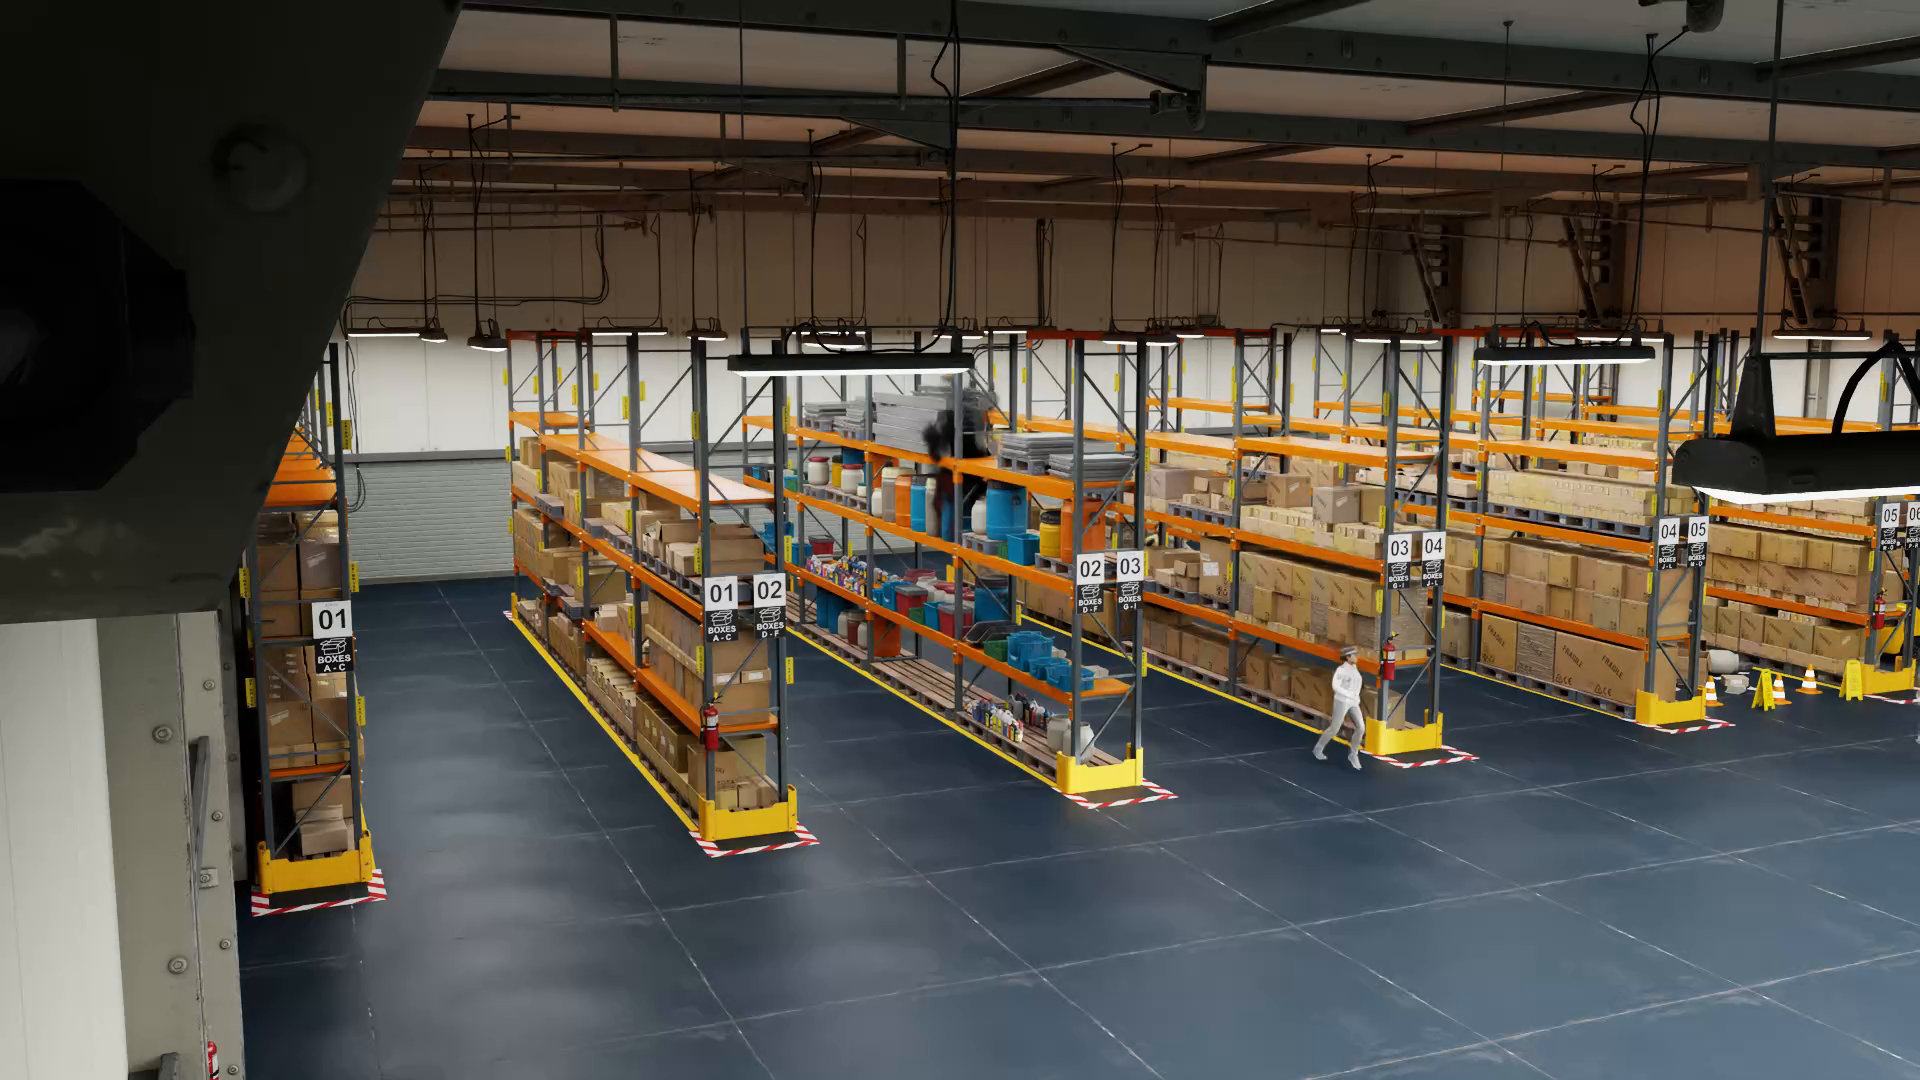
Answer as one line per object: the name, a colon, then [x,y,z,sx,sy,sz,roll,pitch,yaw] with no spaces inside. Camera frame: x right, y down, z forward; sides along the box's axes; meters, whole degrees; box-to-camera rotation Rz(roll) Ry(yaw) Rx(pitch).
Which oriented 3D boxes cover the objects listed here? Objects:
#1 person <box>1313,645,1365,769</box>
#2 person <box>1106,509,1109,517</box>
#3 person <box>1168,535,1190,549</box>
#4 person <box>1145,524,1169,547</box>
person: [5.453,2.330,23.487,0.678,1.713,0.738,-7,10,-41]
person: [3.444,-0.077,41.102,1.111,1.646,0.746,-5,9,-31]
person: [5.462,-0.205,41.675,0.865,1.804,0.768,5,9,33]
person: [4.476,0.441,37.349,0.588,1.635,0.533,-4,9,-28]
